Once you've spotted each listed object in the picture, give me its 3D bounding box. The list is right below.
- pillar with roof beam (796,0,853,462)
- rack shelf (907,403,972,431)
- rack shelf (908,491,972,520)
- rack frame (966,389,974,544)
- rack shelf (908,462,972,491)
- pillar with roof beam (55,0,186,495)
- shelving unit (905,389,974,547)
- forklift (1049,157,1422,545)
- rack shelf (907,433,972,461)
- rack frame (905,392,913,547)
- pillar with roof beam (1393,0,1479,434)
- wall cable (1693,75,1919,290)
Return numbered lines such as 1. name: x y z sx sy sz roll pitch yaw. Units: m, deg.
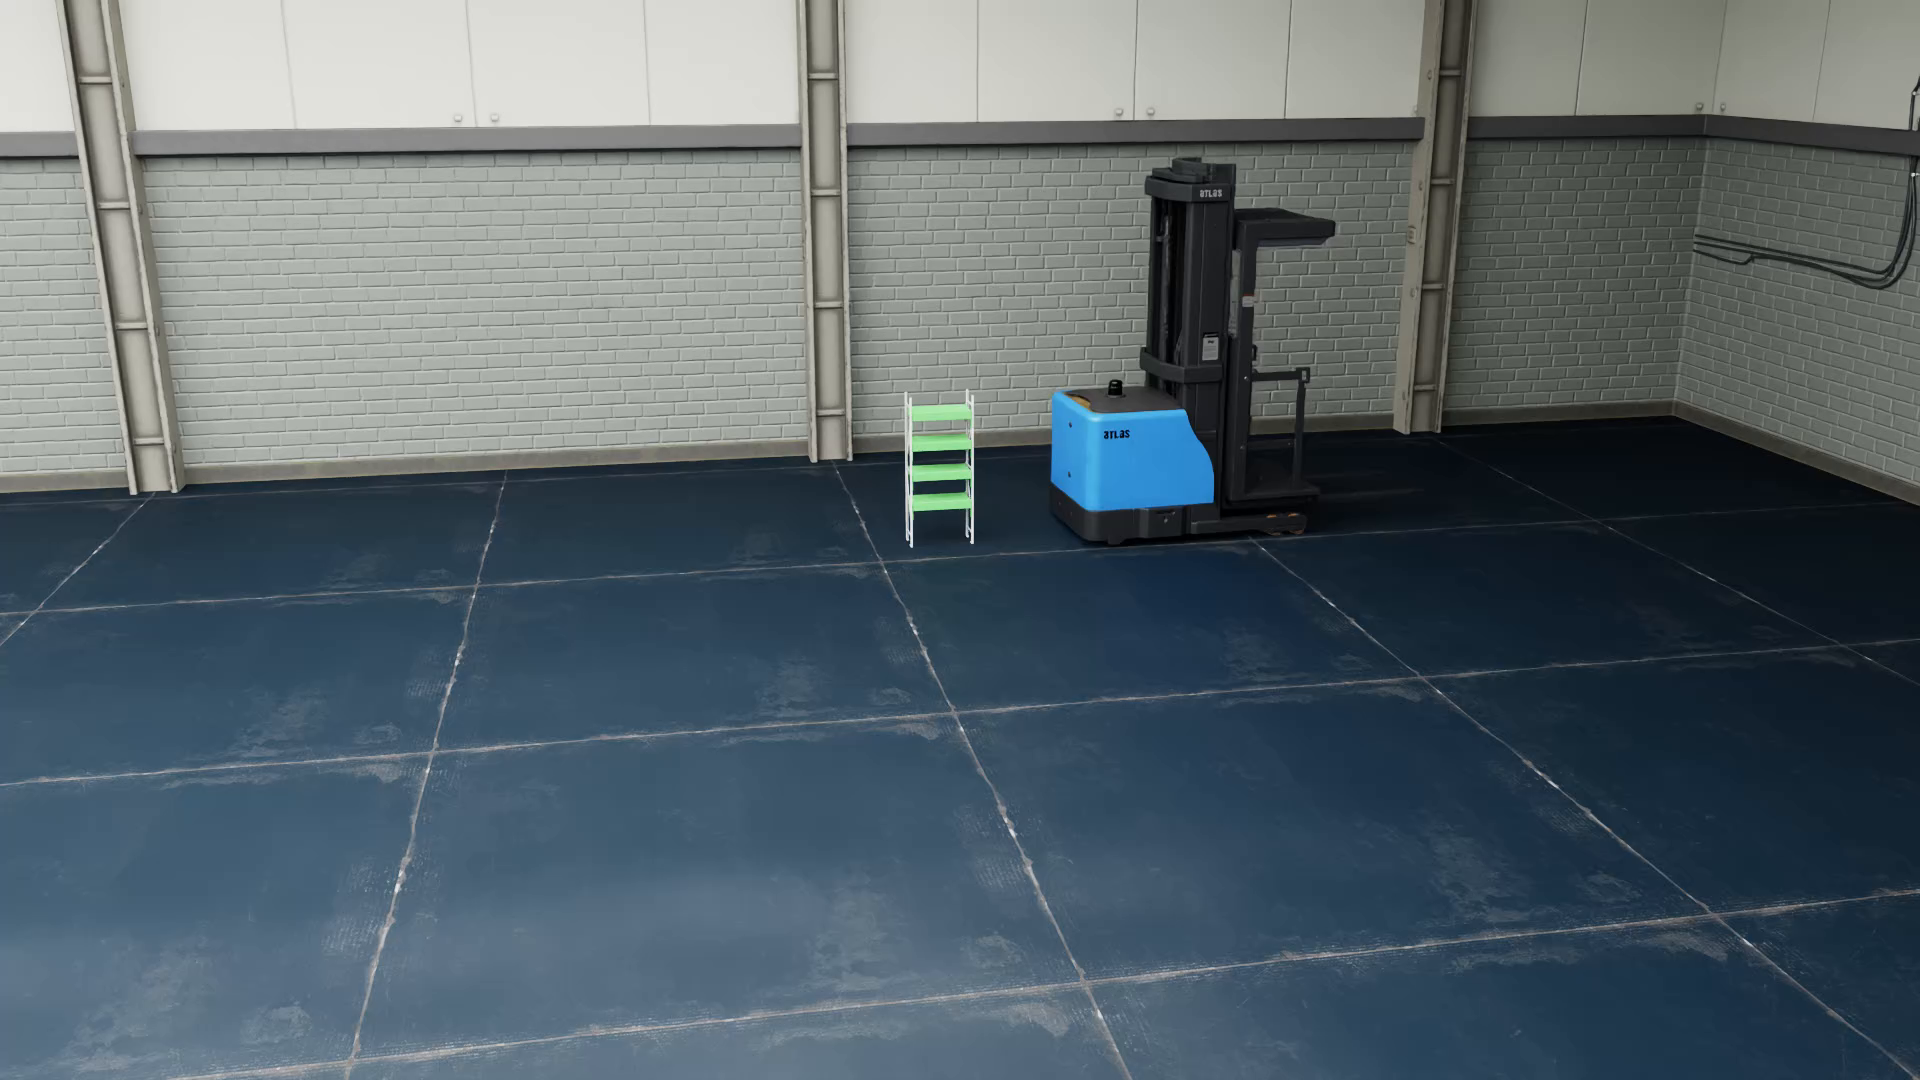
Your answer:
1. pillar with roof beam: -0.419 -3.849 10.517 0.400 9.000 9.100 -3 17 -10
2. rack shelf: -0.163 -0.962 12.983 0.480 0.148 0.258 -3 17 -10
3. rack shelf: -0.163 -0.274 13.195 0.480 0.148 0.258 -3 17 -10
4. rack frame: 0.077 -0.578 13.150 0.015 1.200 0.240 -3 17 -10
5. rack shelf: -0.163 -0.503 13.124 0.480 0.148 0.258 -3 17 -10
6. pillar with roof beam: -6.310 -3.515 9.429 0.400 9.000 9.100 -3 17 -10
7. shelving unit: -0.163 -0.564 13.106 0.503 1.200 0.258 -3 17 -10
8. forklift: 2.319 -1.580 13.463 3.031 2.935 1.130 -5 18 -14
9. rack shelf: -0.163 -0.733 13.054 0.480 0.148 0.258 -3 17 -10
10. rack frame: -0.402 -0.551 13.061 0.015 1.200 0.240 -3 17 -10
11. pillar with roof beam: 5.472 -4.183 11.605 0.400 9.000 9.100 -3 17 -10
12. wall cable: 7.799 -3.723 15.394 0.112 2.526 3.097 -3 17 -10
